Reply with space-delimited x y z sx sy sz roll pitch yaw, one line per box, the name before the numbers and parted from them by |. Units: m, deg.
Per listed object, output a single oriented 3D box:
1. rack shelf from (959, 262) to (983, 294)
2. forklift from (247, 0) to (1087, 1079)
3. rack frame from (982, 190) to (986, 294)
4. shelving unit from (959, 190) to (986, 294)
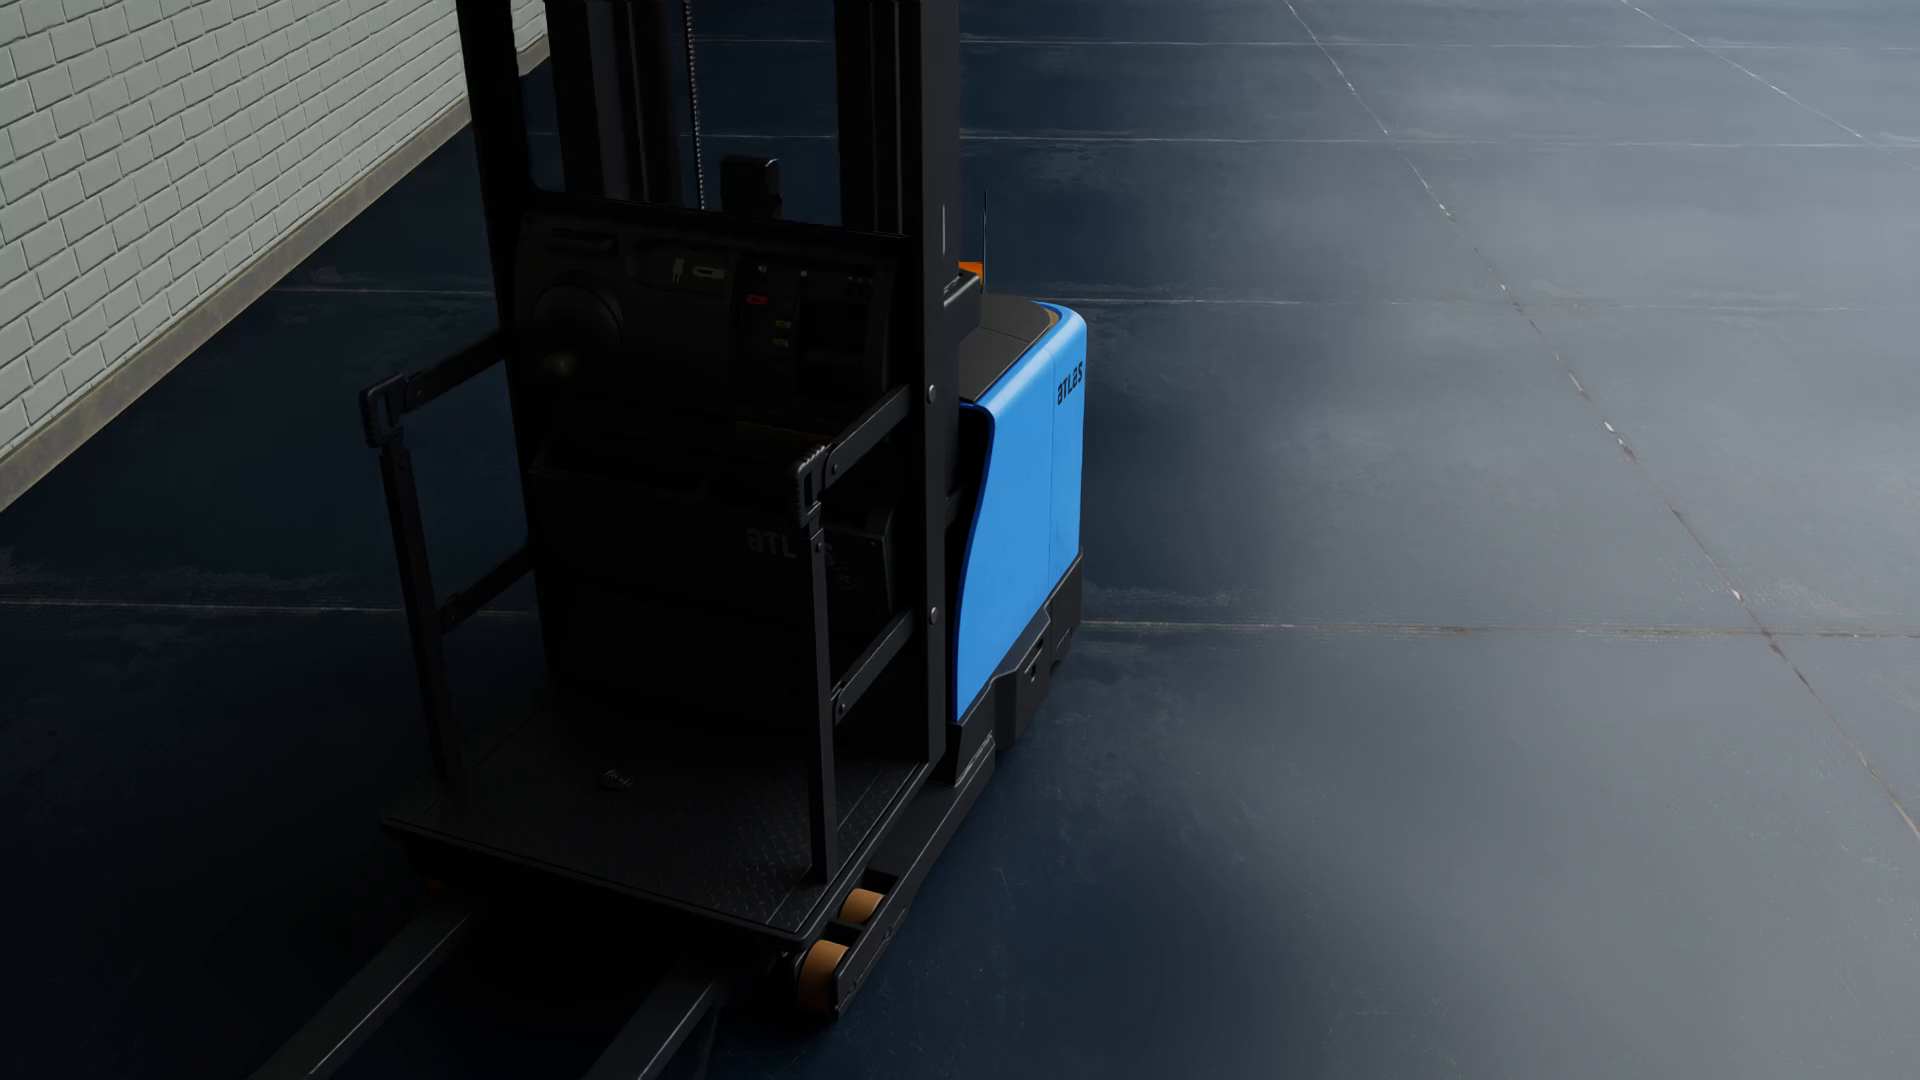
rack shelf | -0.014 -0.809 5.322 0.180 0.103 0.258 1 28 2
forklift | -0.651 -0.452 3.473 1.130 2.935 3.031 11 30 19
rack frame | 0.077 -0.529 5.467 0.006 1.200 0.240 1 28 2
shelving unit | -0.014 -0.530 5.469 0.189 1.200 0.258 1 28 2
